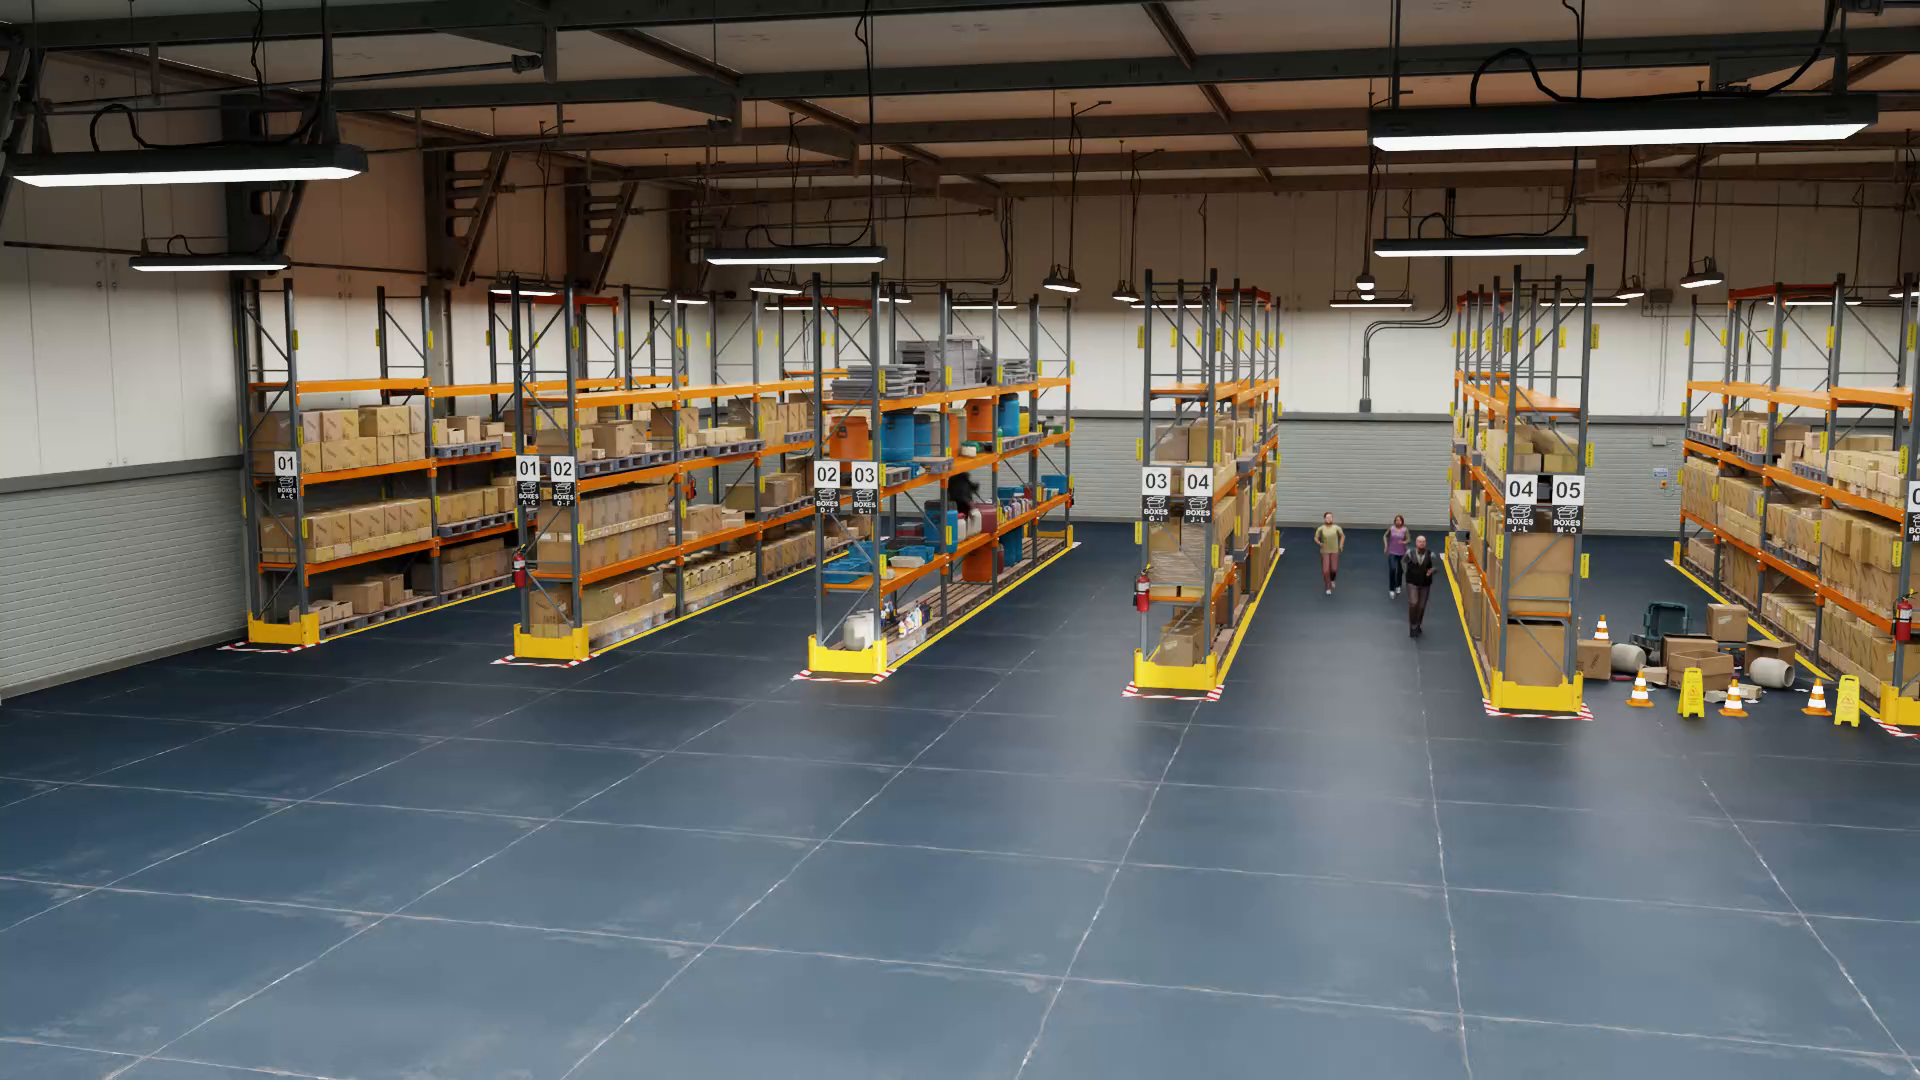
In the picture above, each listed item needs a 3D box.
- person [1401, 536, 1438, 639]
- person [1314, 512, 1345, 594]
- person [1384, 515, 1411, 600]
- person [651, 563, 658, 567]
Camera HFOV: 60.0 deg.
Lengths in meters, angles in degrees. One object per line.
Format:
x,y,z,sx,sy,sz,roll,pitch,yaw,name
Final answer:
7.791,0.792,28.193,0.574,1.760,0.847,1,7,4,person
7.295,0.257,32.884,0.598,1.626,0.571,1,7,12,person
8.525,0.321,32.440,0.506,1.645,0.721,1,7,10,person
-6.675,-0.121,36.205,0.608,1.608,0.607,0,7,1,person
